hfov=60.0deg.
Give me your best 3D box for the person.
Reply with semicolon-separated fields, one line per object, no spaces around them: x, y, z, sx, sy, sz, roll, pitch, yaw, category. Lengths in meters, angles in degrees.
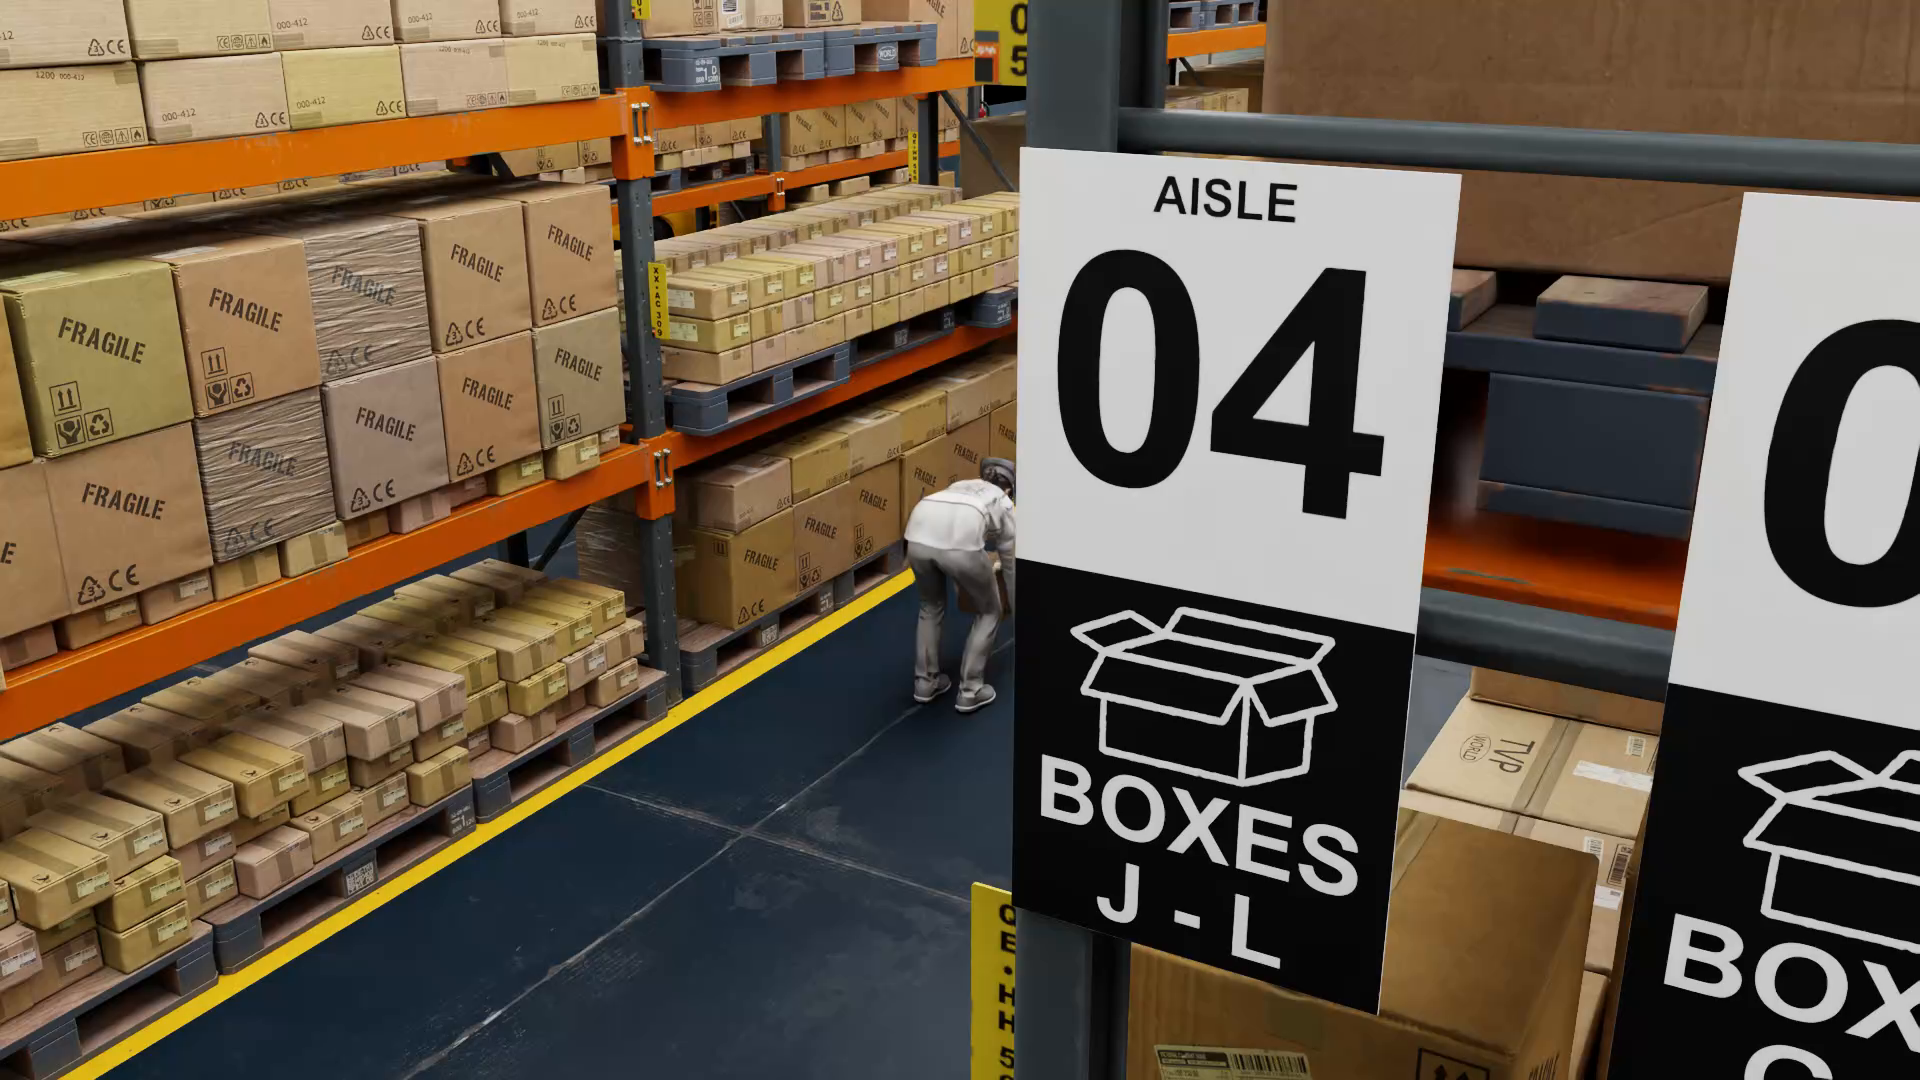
0.058;0.199;7.929;0.443;1.051;0.924;10;22;25;person
